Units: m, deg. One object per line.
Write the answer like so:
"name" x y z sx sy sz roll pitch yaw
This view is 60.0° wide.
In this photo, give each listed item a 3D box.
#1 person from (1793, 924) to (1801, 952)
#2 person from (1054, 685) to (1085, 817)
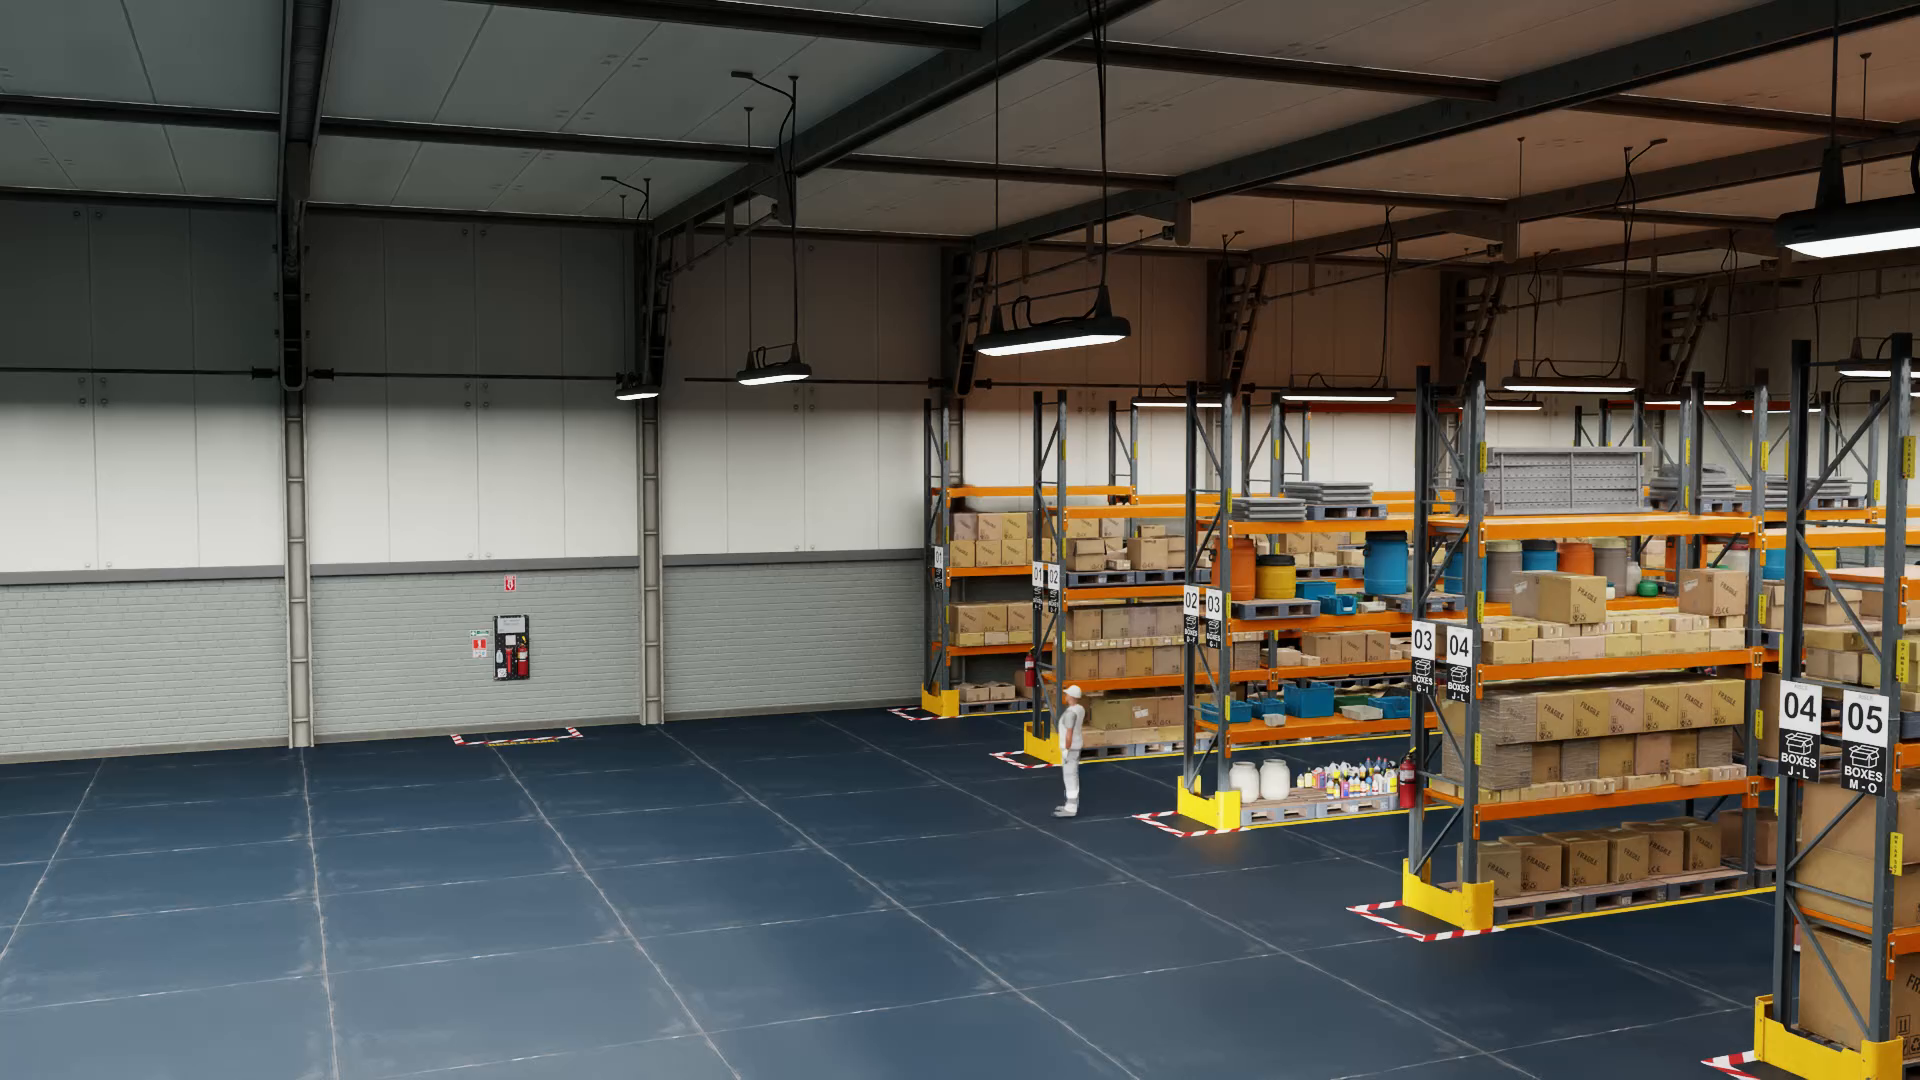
"person" 8.664 3.338 16.837 0.501 1.676 0.450 -1 3 -14
"person" 1.516 2.903 23.061 0.404 1.795 0.602 0 3 8
